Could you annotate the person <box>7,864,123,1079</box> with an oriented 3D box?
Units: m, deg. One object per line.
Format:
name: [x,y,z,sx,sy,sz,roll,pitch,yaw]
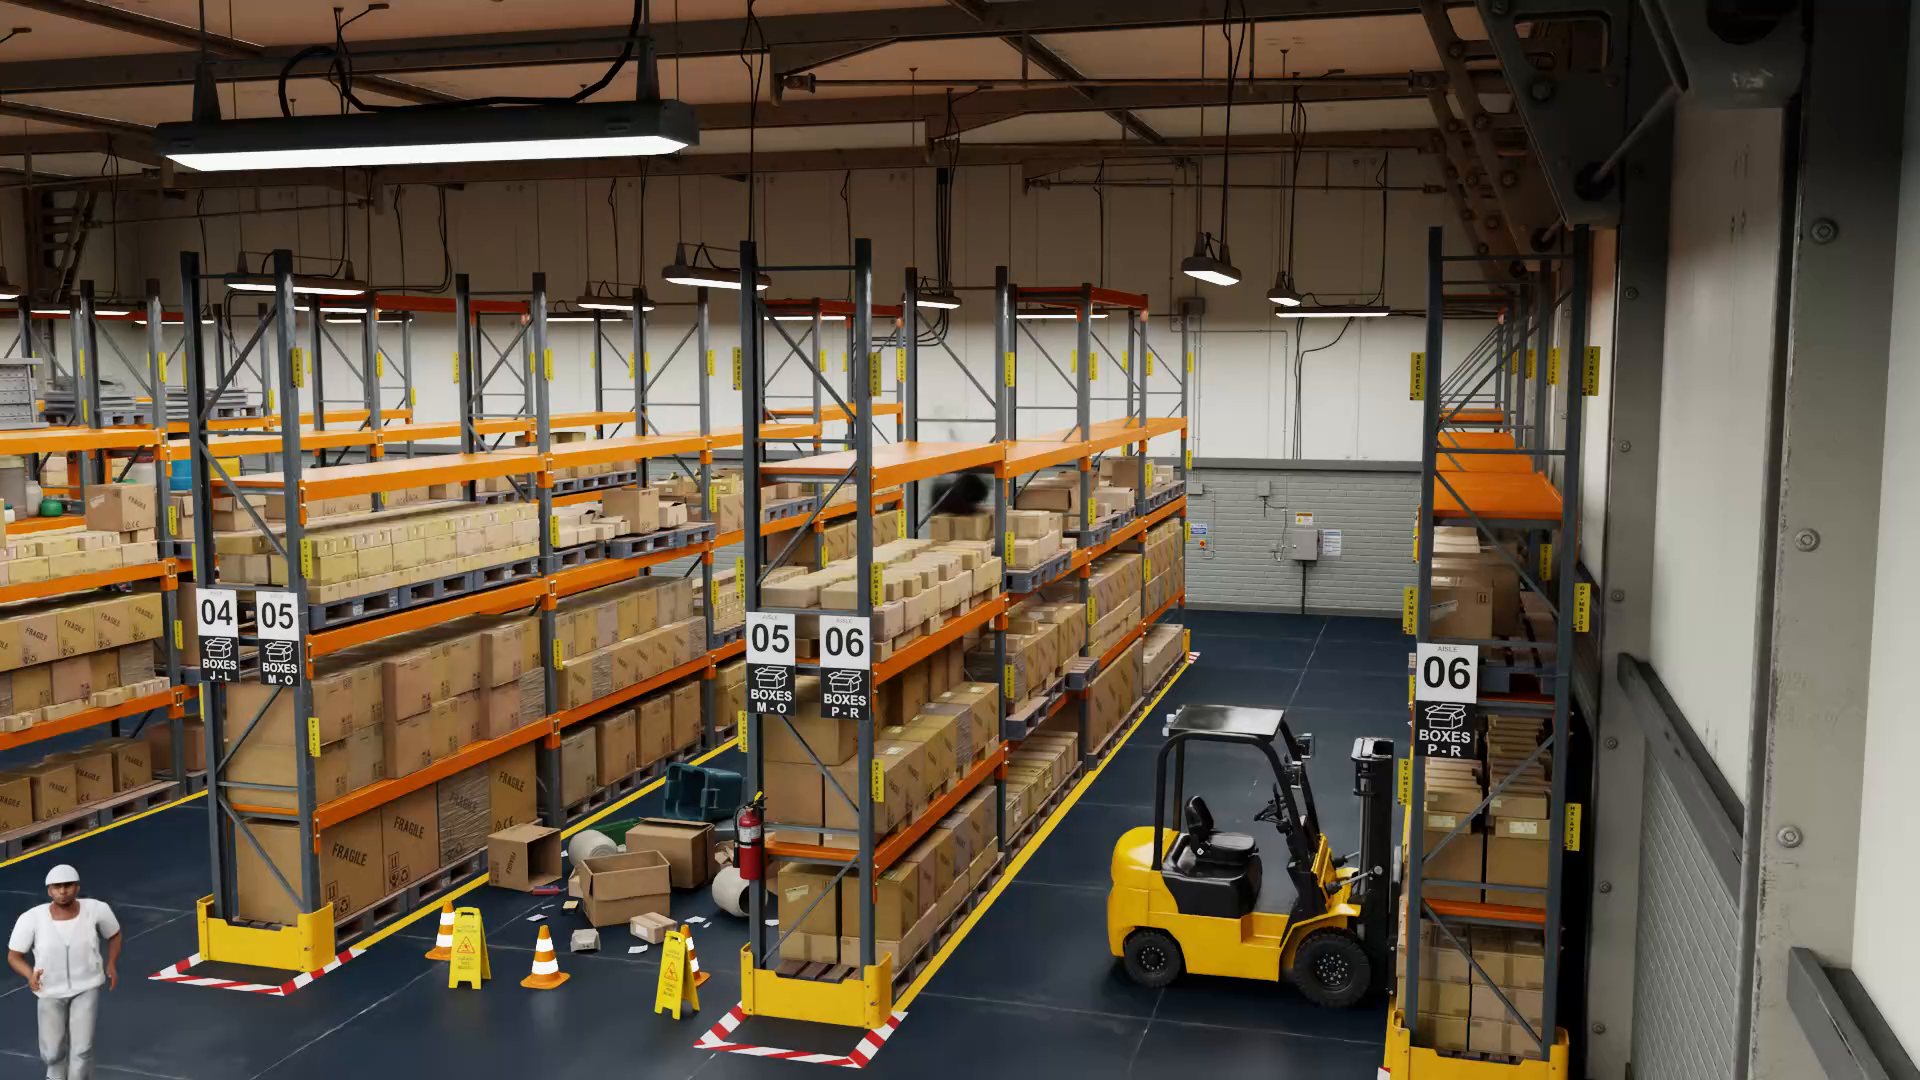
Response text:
person: [-6.082,3.044,11.345,0.698,1.727,0.678,-4,7,-30]
